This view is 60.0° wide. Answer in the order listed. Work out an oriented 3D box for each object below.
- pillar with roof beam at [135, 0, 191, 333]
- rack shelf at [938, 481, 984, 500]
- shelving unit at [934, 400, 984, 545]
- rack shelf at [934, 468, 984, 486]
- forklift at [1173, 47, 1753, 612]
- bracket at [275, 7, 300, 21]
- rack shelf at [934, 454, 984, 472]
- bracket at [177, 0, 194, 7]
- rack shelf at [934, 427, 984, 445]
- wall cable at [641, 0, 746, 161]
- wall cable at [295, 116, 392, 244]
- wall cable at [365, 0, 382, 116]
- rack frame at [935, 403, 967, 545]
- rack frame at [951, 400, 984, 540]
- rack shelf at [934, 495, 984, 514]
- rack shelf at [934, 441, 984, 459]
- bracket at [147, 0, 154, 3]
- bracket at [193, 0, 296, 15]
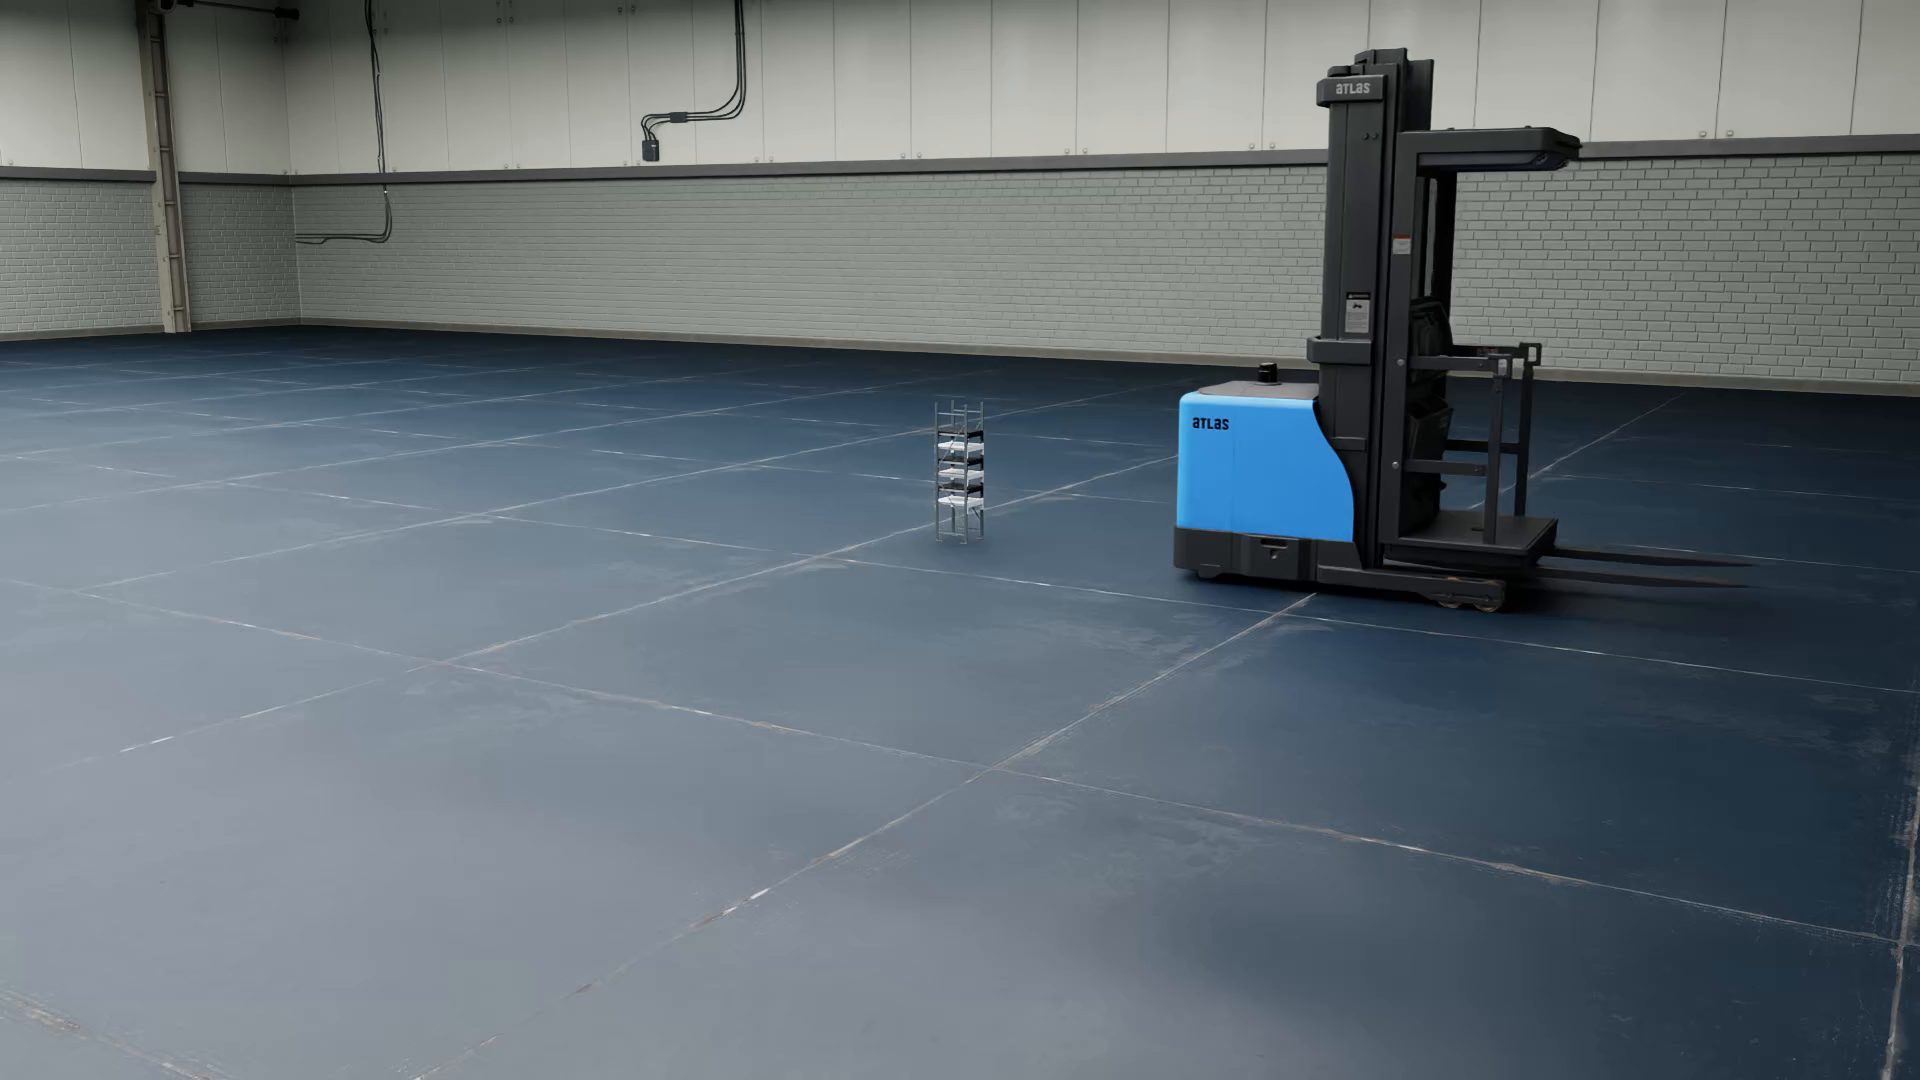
[{"bbox_3d":[-11.758,-8.120,29.787,9.100,9.000,0.548,6,12,31],"label":"pillar with roof beam"},{"bbox_3d":[-0.004,-0.320,10.802,0.258,0.077,0.200,6,12,31],"label":"rack shelf"},{"bbox_3d":[-0.004,-0.441,10.779,0.258,0.900,0.210,6,12,31],"label":"shelving unit"},{"bbox_3d":[-0.004,-0.408,10.785,0.258,0.077,0.200,6,12,31],"label":"rack shelf"},{"bbox_3d":[2.791,-1.170,9.152,3.031,2.935,1.130,5,12,27],"label":"forklift"},{"bbox_3d":[-13.688,-10.705,33.811,0.235,0.232,0.430,6,12,31],"label":"bracket"},{"bbox_3d":[-0.004,-0.497,10.769,0.258,0.077,0.200,6,12,31],"label":"rack shelf"},{"bbox_3d":[-14.918,-10.332,31.820,0.235,0.232,0.430,6,12,31],"label":"bracket"},{"bbox_3d":[-0.004,-0.674,10.736,0.258,0.077,0.200,6,12,31],"label":"rack shelf"},{"bbox_3d":[-4.672,-9.630,28.613,2.305,6.003,0.169,6,12,31],"label":"wall cable"},{"bbox_3d":[-12.777,-7.342,34.070,3.097,2.526,0.112,6,12,31],"label":"wall cable"},{"bbox_3d":[-10.465,-9.566,32.224,3.097,2.526,0.112,6,12,31],"label":"wall cable"},{"bbox_3d":[-0.057,-0.425,10.694,0.240,0.900,0.006,6,12,31],"label":"rack frame"},{"bbox_3d":[0.049,-0.457,10.864,0.240,0.900,0.006,6,12,31],"label":"rack frame"},{"bbox_3d":[-0.004,-0.231,10.818,0.258,0.077,0.200,6,12,31],"label":"rack shelf"},{"bbox_3d":[-0.004,-0.585,10.752,0.258,0.077,0.200,6,12,31],"label":"rack shelf"},{"bbox_3d":[-15.349,-10.201,31.123,0.235,0.232,0.430,6,12,31],"label":"bracket"},{"bbox_3d":[-13.994,-10.612,33.315,0.076,0.066,3.189,6,12,31],"label":"bracket"}]
